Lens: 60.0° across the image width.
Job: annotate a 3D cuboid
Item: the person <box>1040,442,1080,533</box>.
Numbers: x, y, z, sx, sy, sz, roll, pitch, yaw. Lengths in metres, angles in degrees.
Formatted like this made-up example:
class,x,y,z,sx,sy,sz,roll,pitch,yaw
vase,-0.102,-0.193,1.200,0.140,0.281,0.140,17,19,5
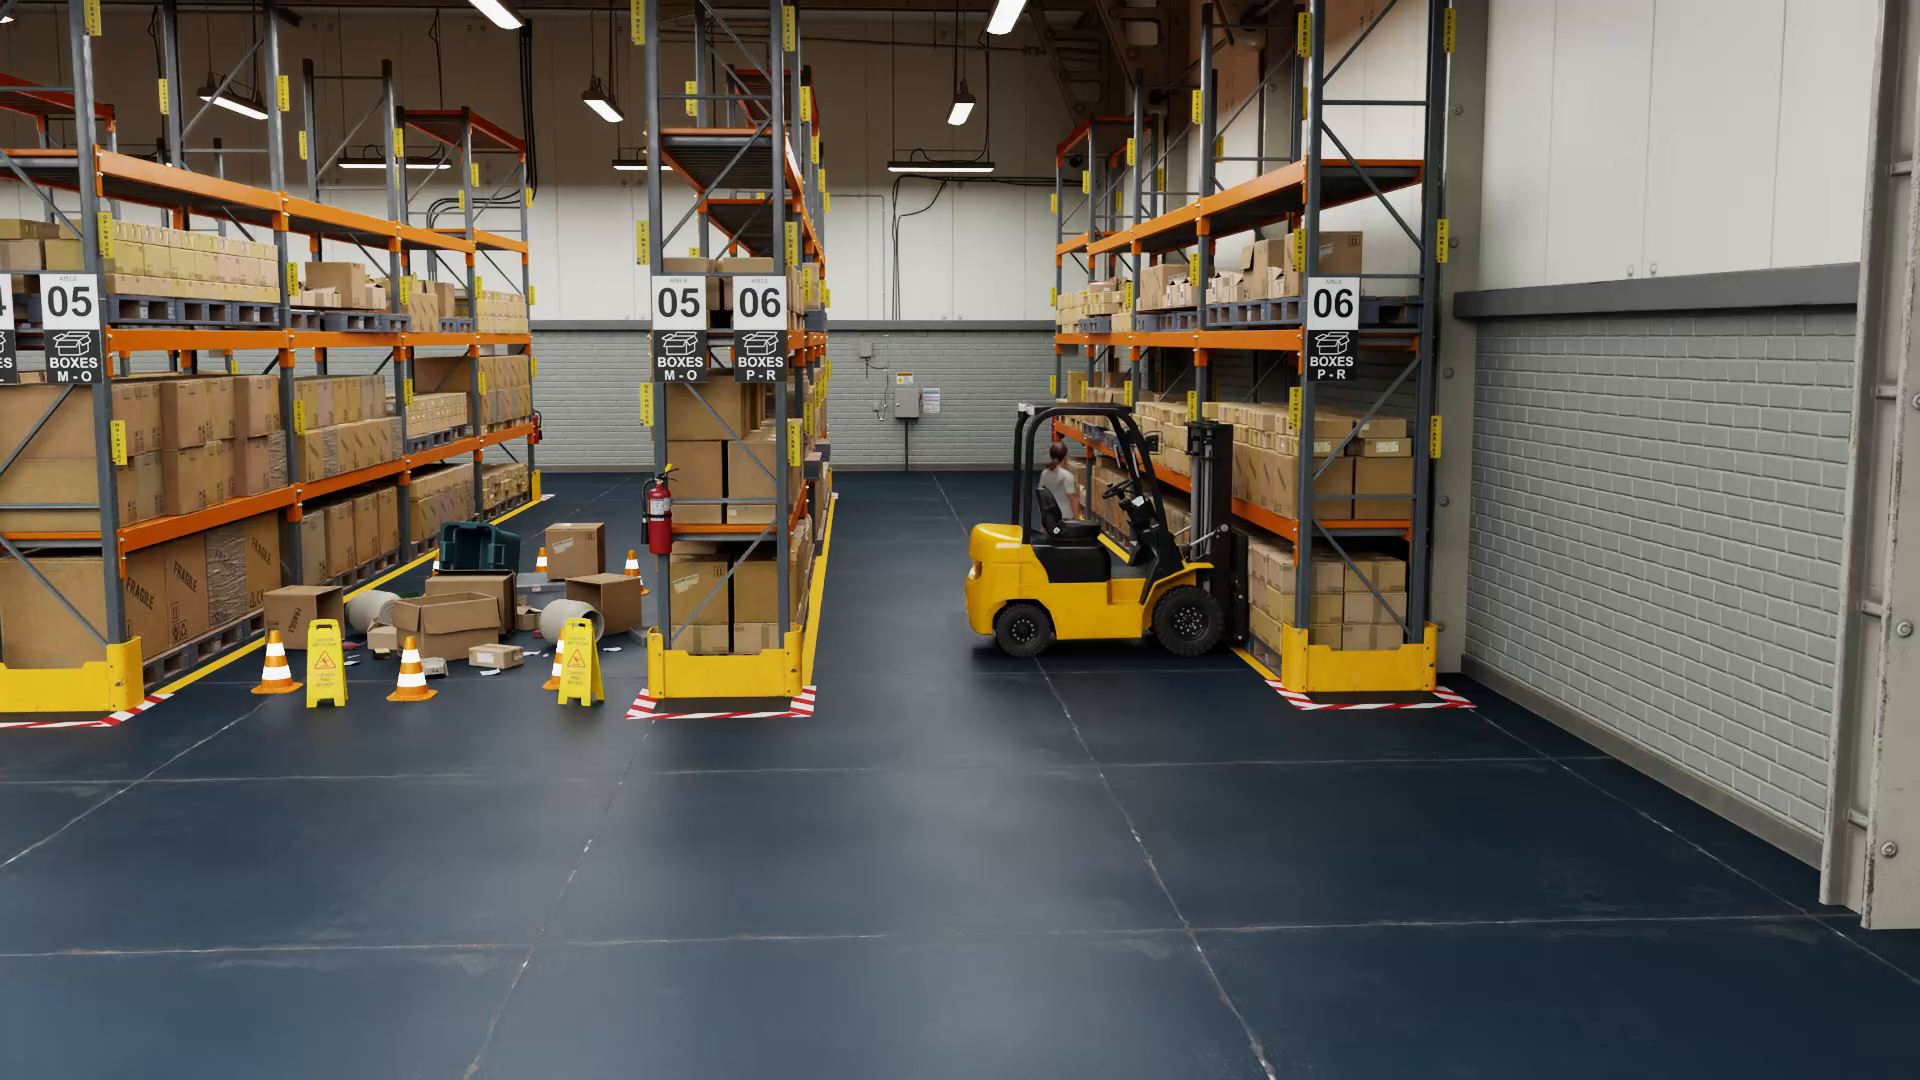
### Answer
class,x,y,z,sx,sy,sz,roll,pitch,yaw
person,1.050,-0.168,17.062,0.461,1.644,0.454,-5,9,-36
